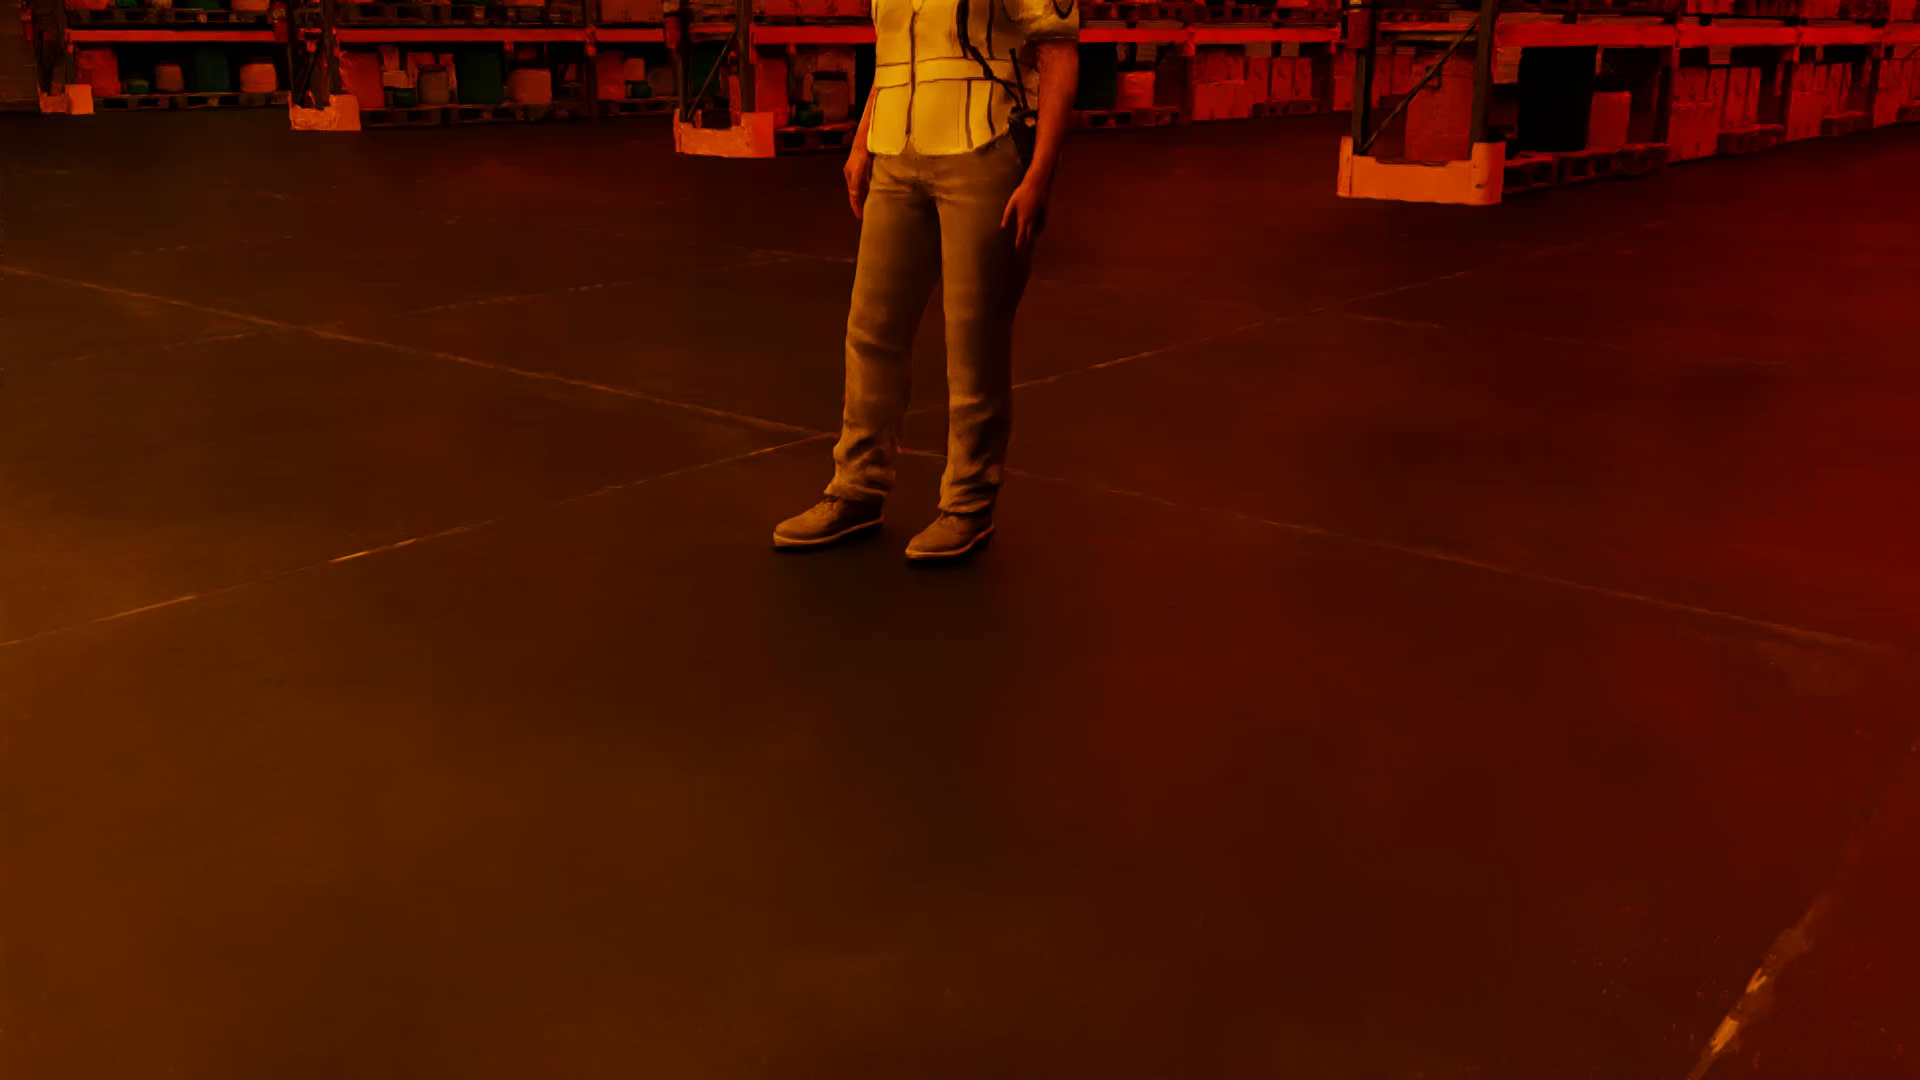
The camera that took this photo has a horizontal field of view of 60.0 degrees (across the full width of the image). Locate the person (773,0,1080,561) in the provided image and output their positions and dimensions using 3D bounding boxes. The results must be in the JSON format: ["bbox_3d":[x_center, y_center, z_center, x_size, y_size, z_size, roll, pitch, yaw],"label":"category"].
[{"bbox_3d":[-0.066,-0.791,3.655,0.598,1.669,0.529,13,21,37],"label":"person"}]
